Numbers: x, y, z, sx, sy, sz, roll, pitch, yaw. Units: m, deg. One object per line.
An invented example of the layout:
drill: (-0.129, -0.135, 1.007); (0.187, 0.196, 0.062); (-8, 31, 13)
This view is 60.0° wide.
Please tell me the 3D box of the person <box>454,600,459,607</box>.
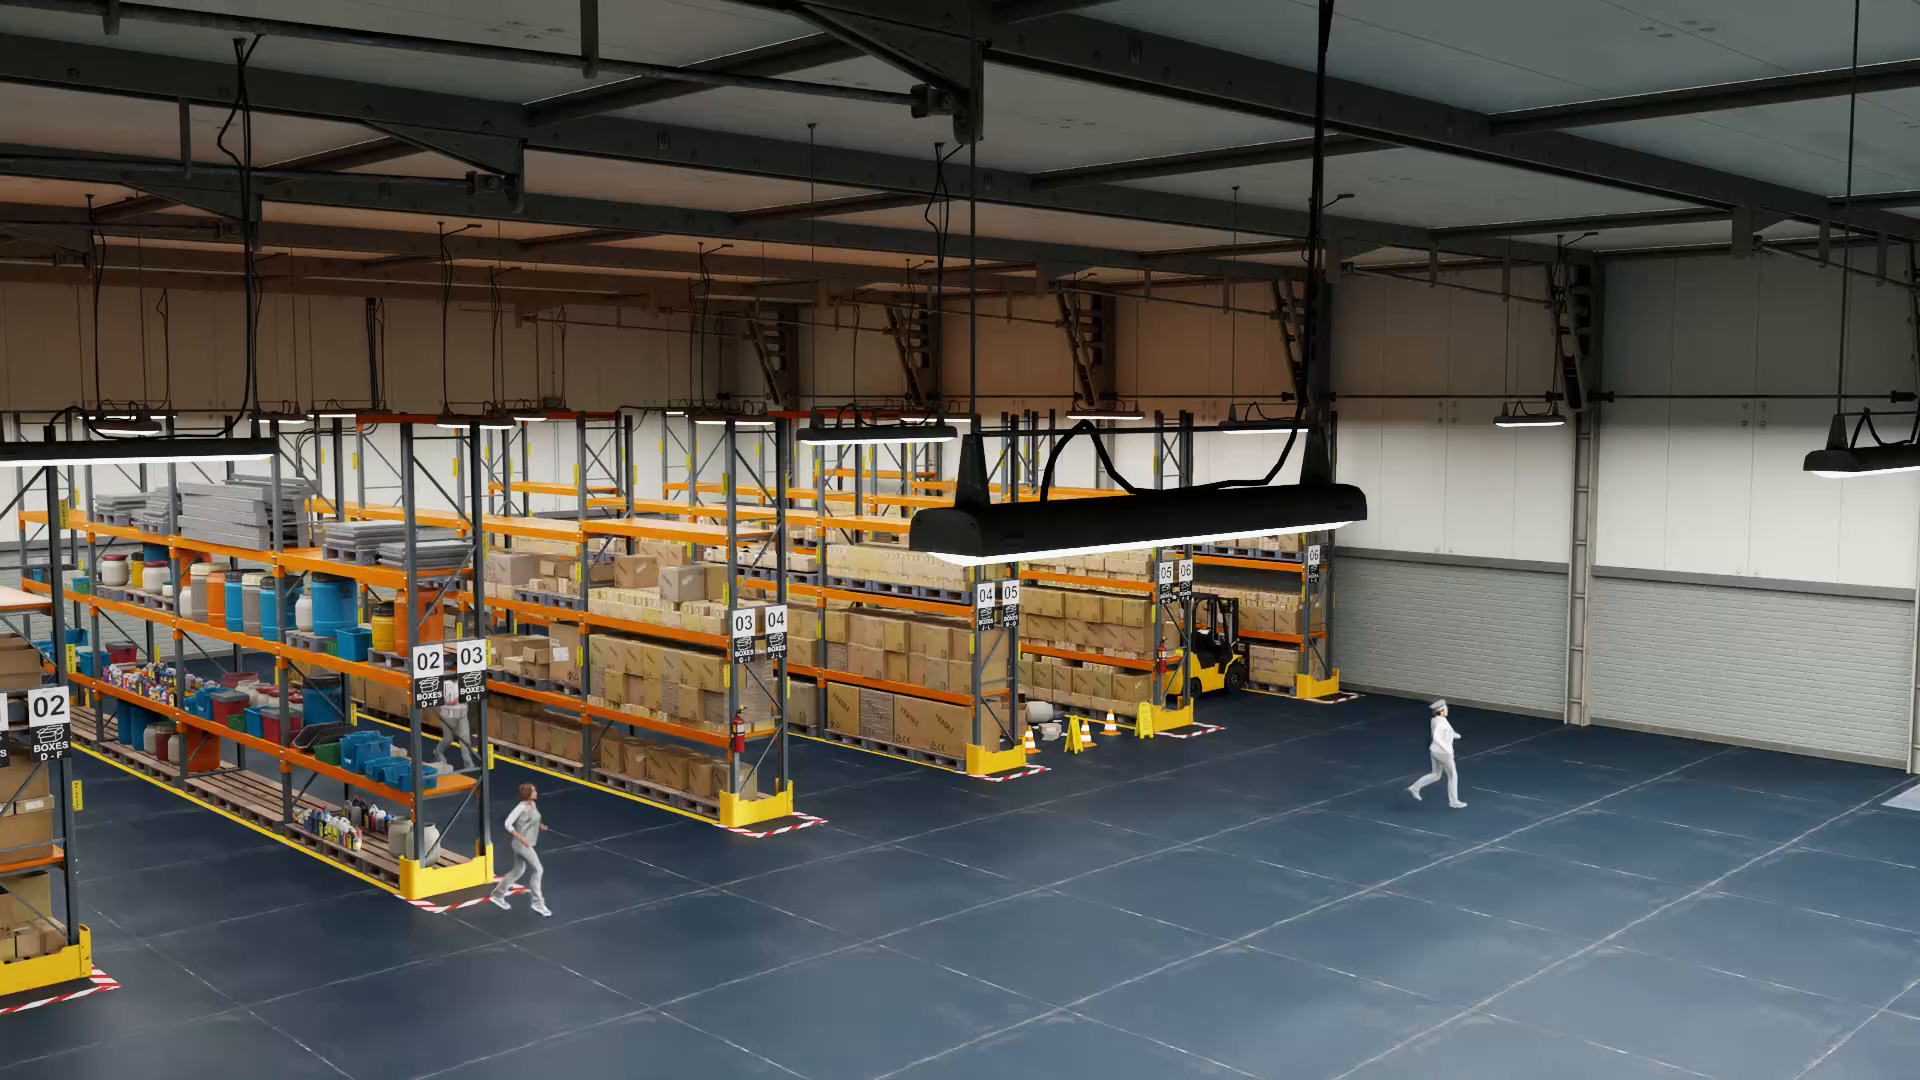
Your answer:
person: (-12.027, 2.101, 39.603); (0.750, 1.587, 0.654); (1, 5, 14)

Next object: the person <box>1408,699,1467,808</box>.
person: (7.362, 3.269, 25.492); (0.877, 1.670, 0.622); (0, 5, -5)

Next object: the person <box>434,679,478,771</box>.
person: (-8.569, 2.979, 28.164); (0.967, 1.791, 0.659); (4, 6, 37)

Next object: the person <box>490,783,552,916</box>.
person: (-5.359, 3.764, 20.308); (0.740, 1.636, 0.550); (0, 5, -5)
